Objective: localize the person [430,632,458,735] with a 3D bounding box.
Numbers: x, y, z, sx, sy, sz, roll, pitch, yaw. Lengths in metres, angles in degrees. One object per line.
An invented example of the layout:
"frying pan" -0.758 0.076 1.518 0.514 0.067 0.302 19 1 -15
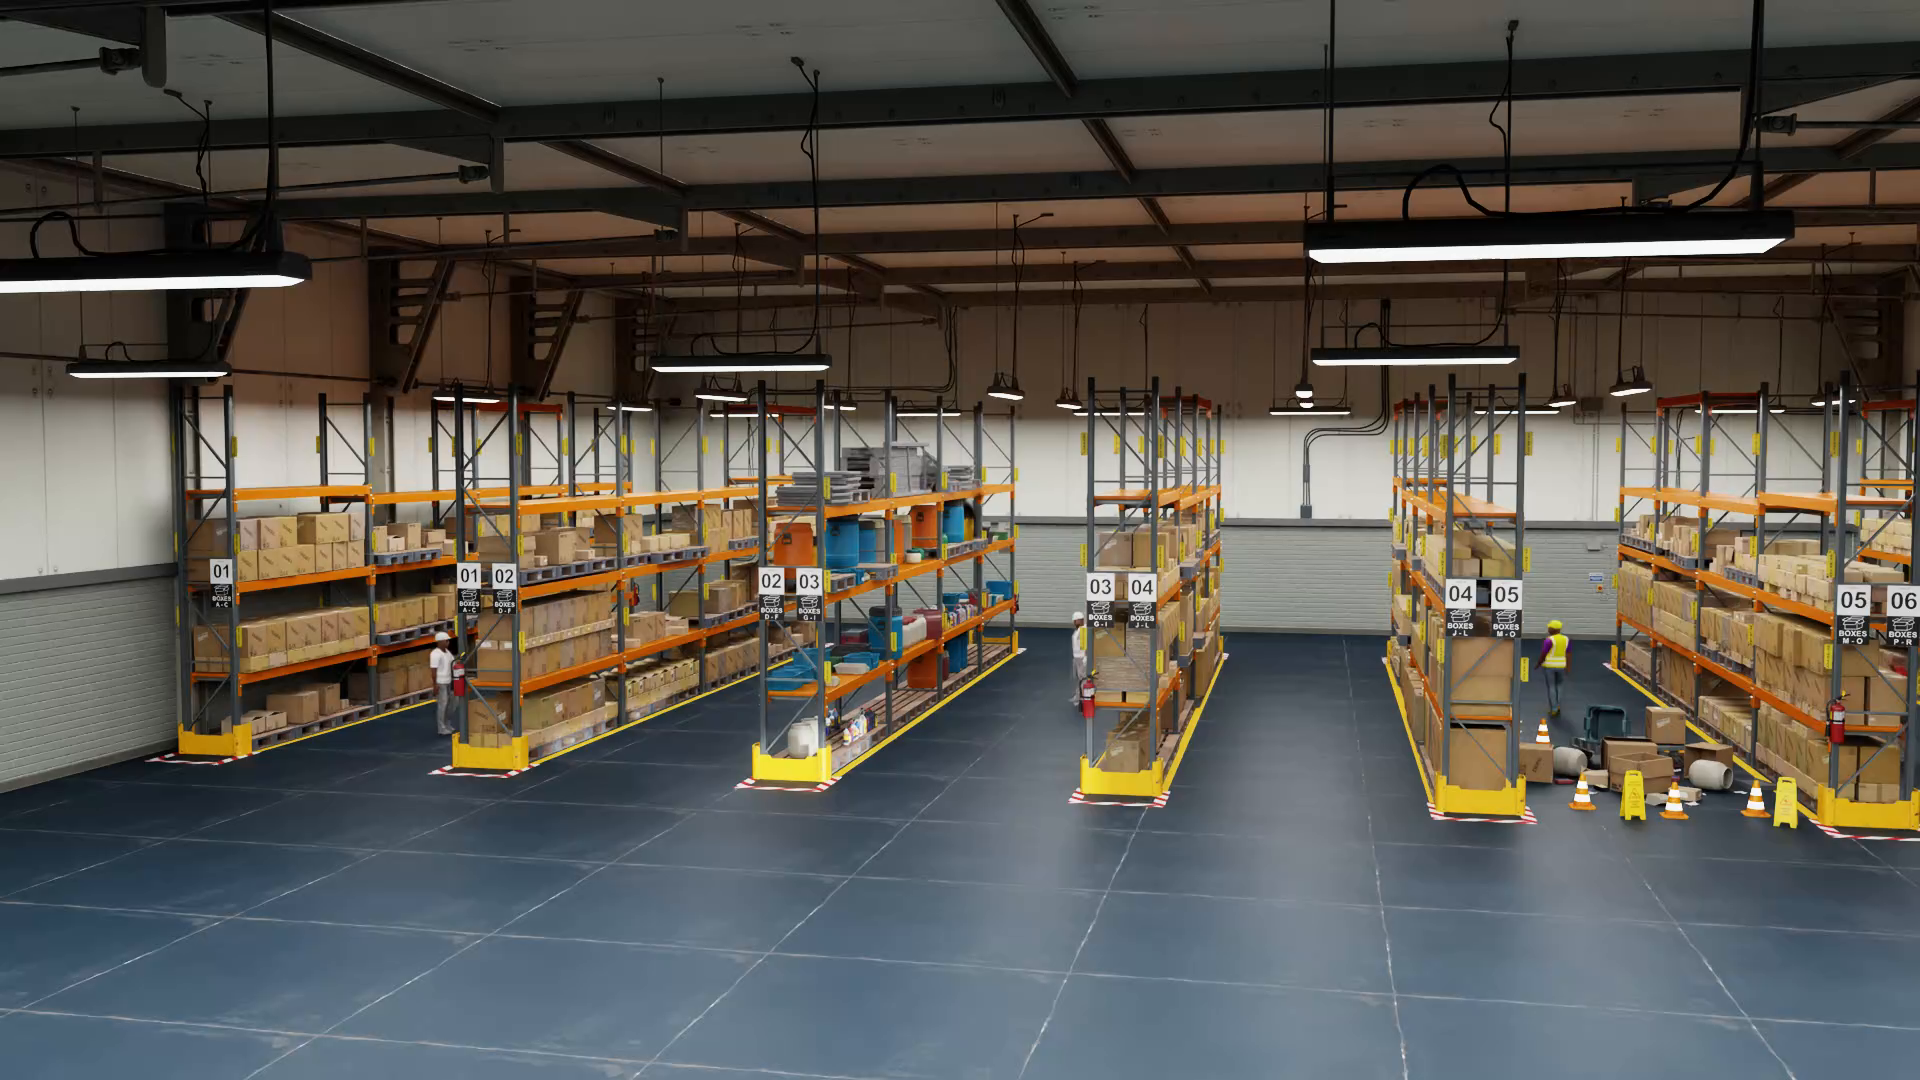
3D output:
"person" -9.024 2.505 29.095 0.470 1.789 0.643 1 3 18

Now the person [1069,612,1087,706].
"person" 2.309 2.269 32.023 0.414 1.782 0.621 0 3 -7

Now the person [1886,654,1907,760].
"person" 14.783 2.670 26.331 0.610 1.766 0.623 0 3 9

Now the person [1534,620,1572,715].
"person" 11.056 2.385 30.973 0.651 1.798 0.693 0 3 6
